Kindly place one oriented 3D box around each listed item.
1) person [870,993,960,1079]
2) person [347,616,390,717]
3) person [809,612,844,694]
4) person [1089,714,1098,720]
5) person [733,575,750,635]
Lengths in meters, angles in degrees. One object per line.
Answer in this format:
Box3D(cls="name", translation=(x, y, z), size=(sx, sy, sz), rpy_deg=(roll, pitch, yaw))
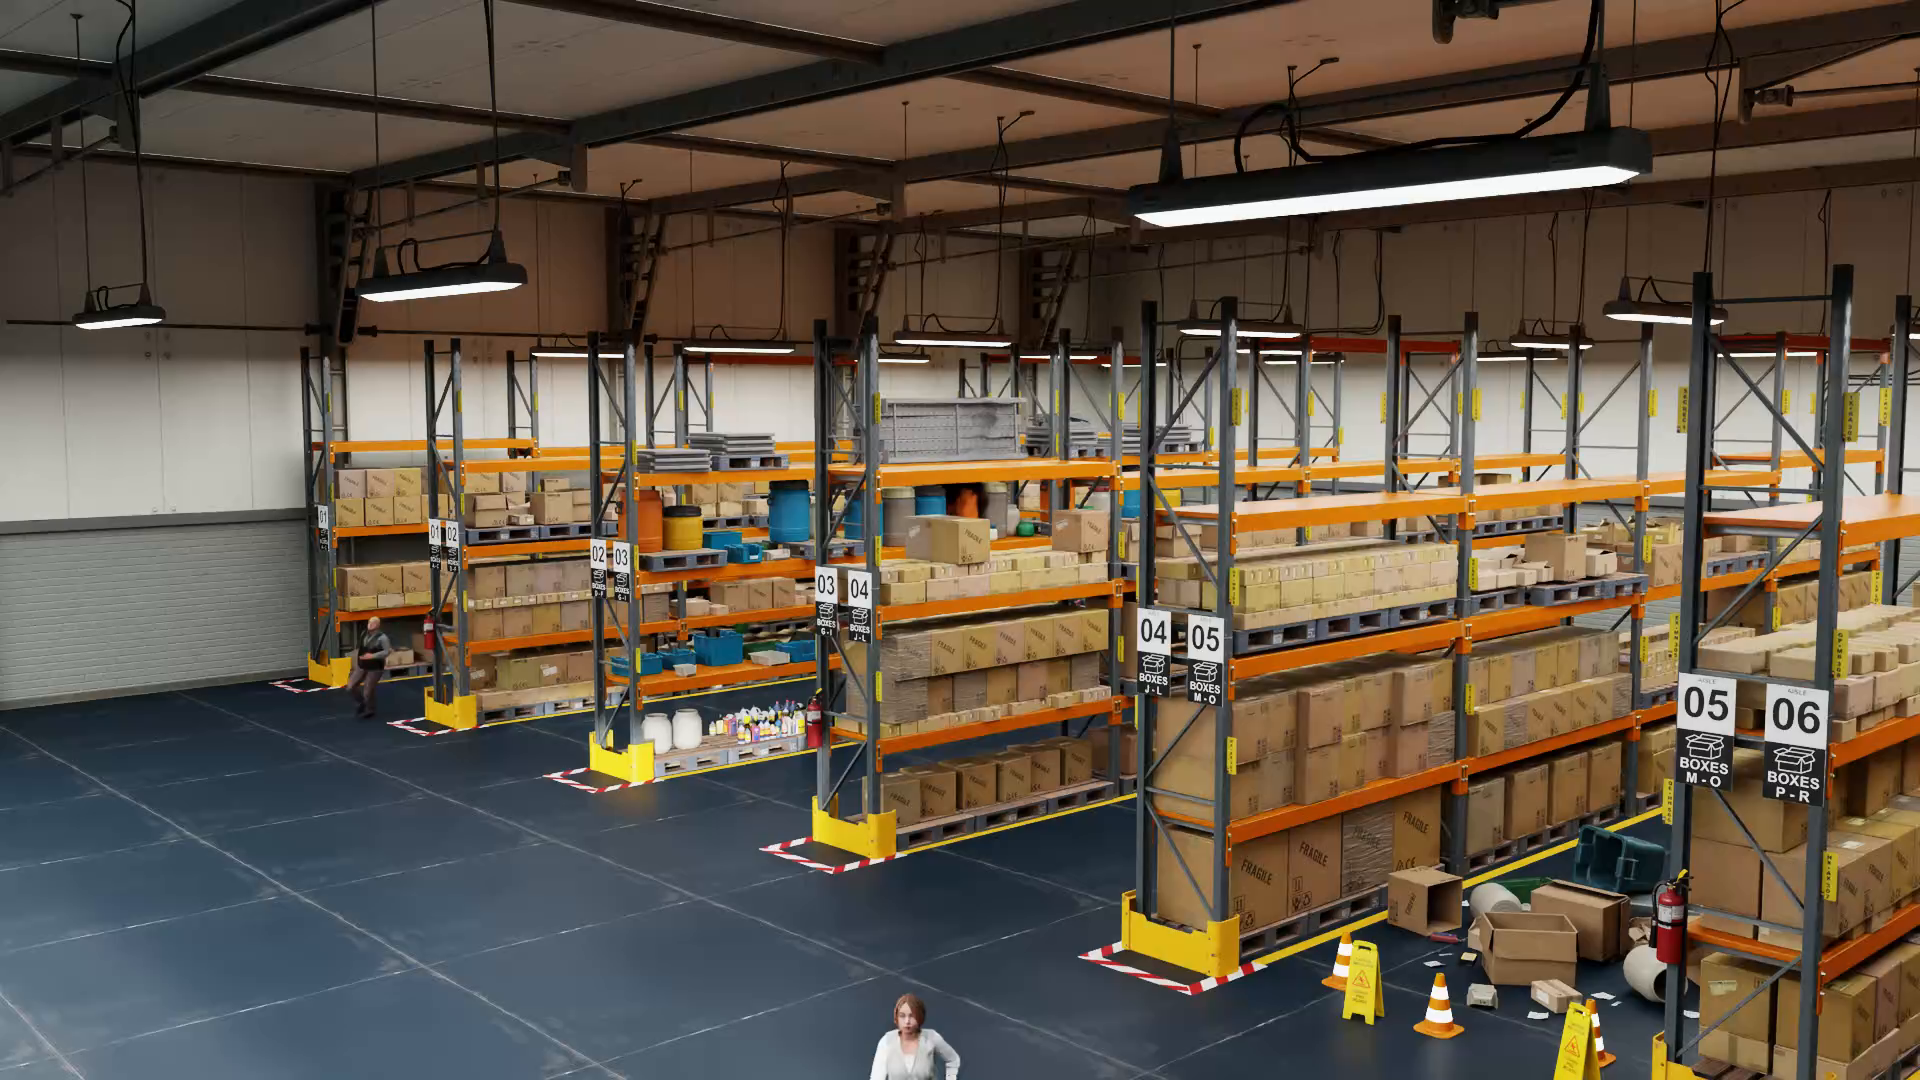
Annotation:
Box3D(cls="person", translation=(-0.284, 3.492, 9.927), size=(0.510, 1.578, 0.644), rpy_deg=(1, 5, 8))
Box3D(cls="person", translation=(-9.337, 2.021, 26.340), size=(0.712, 1.644, 0.592), rpy_deg=(2, 5, 19))
Box3D(cls="person", translation=(-2.148, 1.622, 27.077), size=(0.664, 1.754, 0.656), rpy_deg=(4, 7, 41))
Box3D(cls="person", translation=(2.035, 1.858, 25.332), size=(0.584, 1.766, 0.700), rpy_deg=(5, 7, 43))
Box3D(cls="person", translation=(-4.145, 1.471, 32.042), size=(0.656, 1.783, 0.899), rpy_deg=(4, 7, 40))
